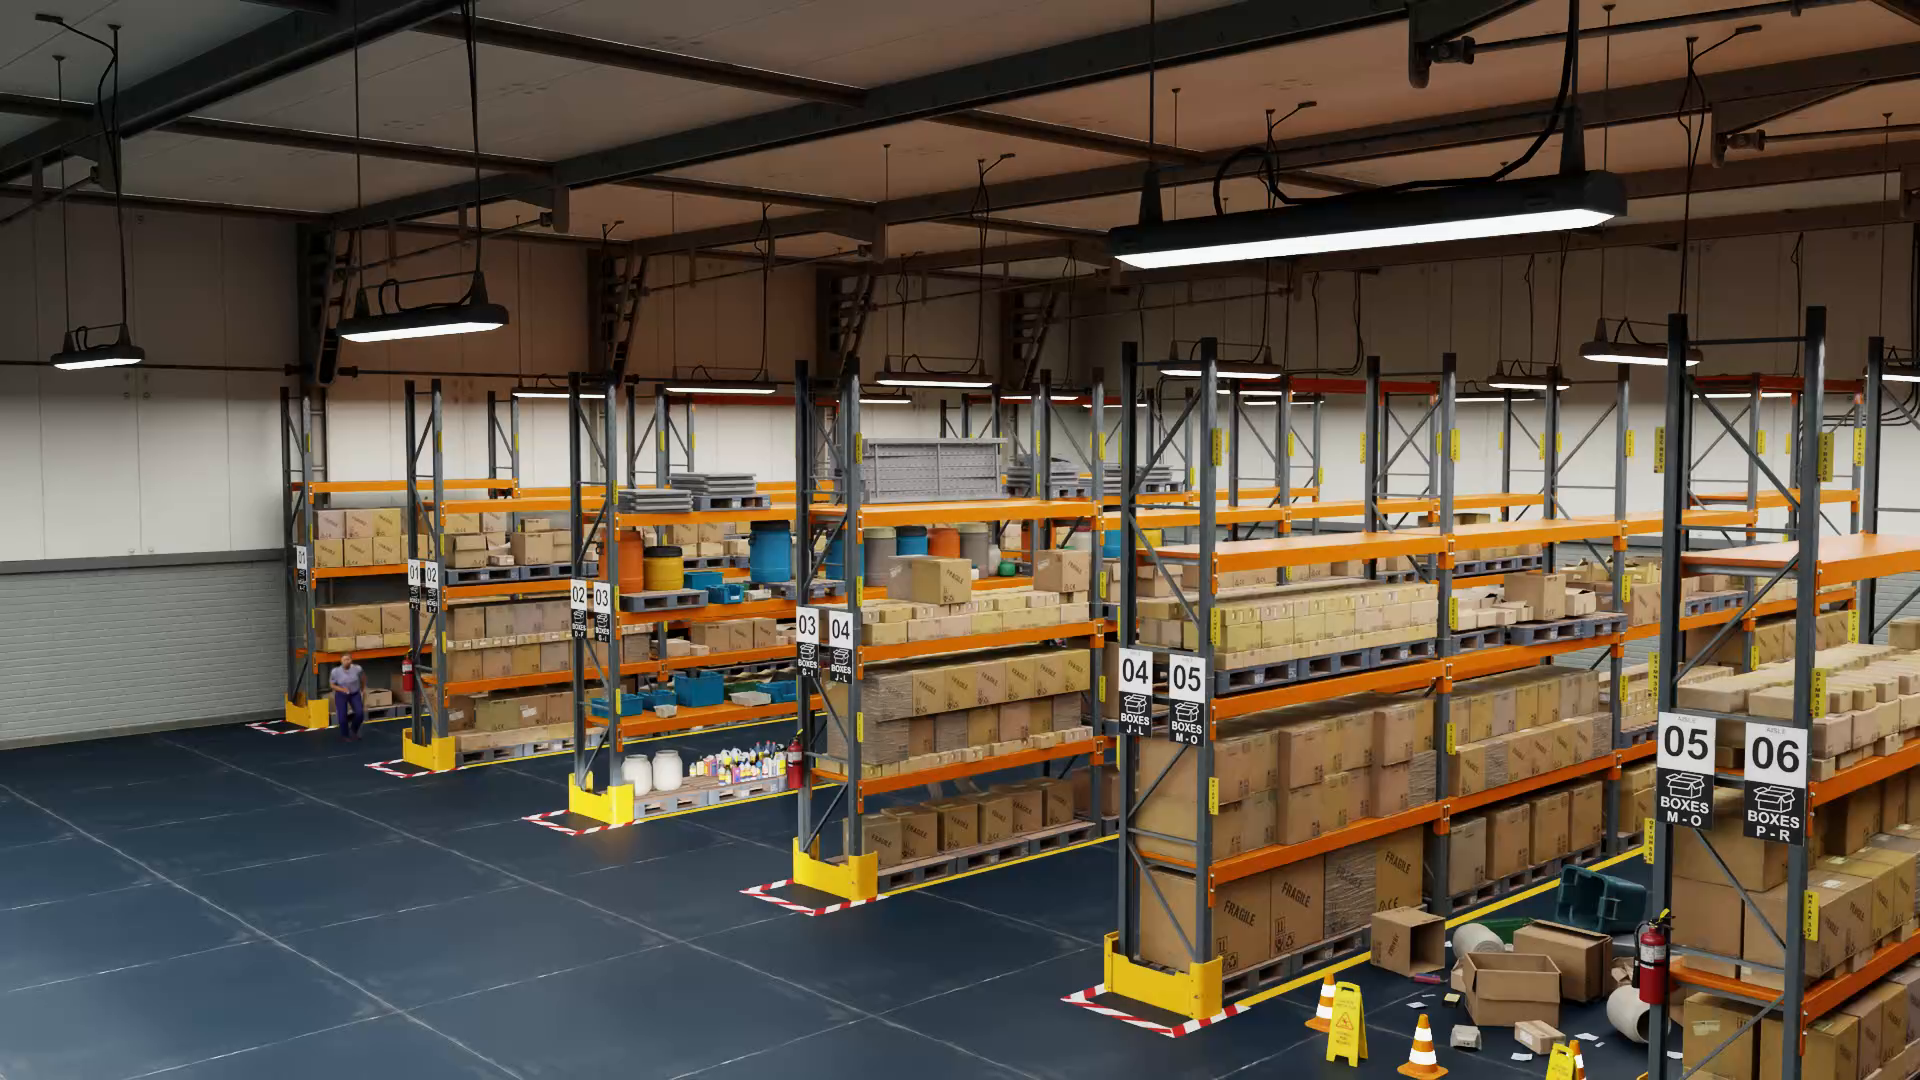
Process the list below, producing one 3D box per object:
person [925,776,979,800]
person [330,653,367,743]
[{"bbox_3d":[-0.117,2.953,22.263,1.127,1.559,0.668,-2,4,-25],"label":"person"},{"bbox_3d":[-10.188,2.633,27.709,0.601,1.551,0.796,-2,4,-26],"label":"person"}]
